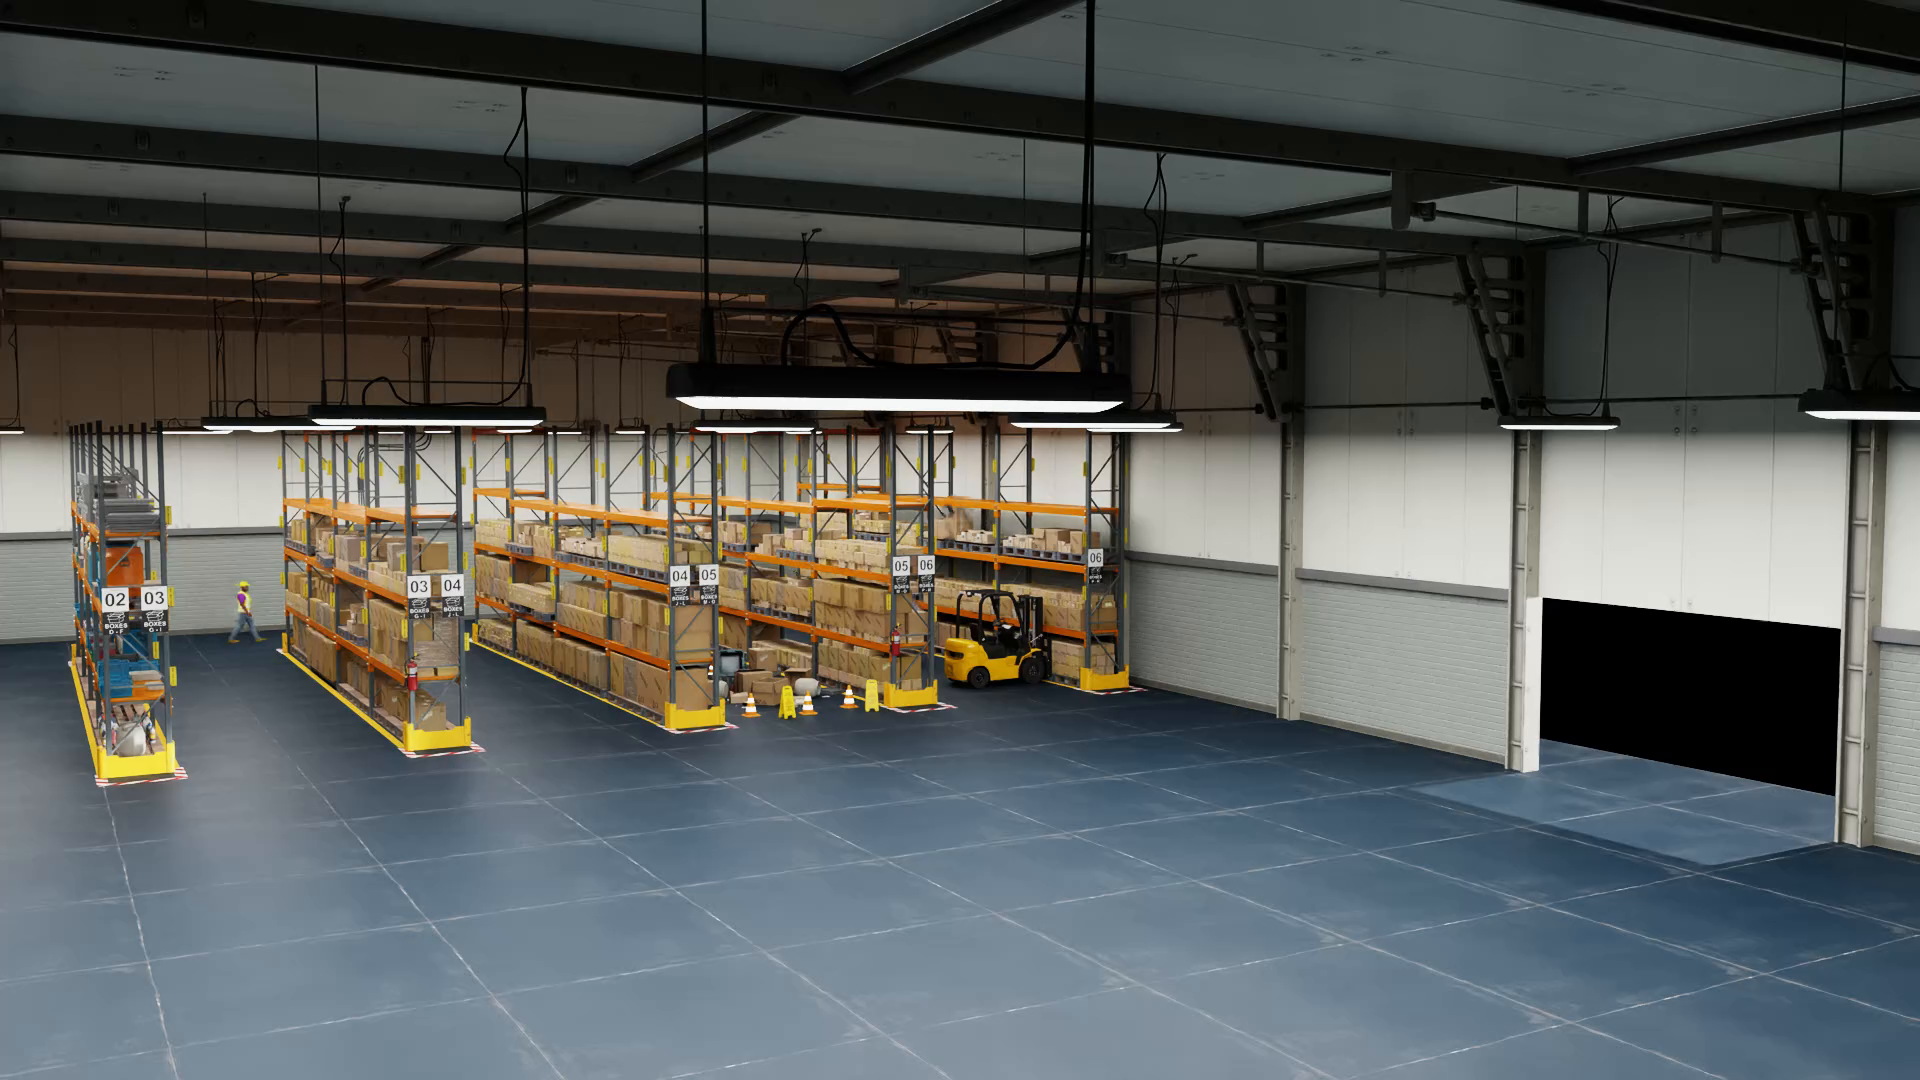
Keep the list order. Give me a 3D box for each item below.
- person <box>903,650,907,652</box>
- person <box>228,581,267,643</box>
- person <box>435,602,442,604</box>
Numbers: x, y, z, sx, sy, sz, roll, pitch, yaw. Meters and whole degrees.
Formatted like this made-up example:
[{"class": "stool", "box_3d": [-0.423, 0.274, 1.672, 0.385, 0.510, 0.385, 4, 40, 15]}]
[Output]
[{"class": "person", "box_3d": [-1.540, 2.166, 42.259, 0.656, 1.646, 0.524, -2, 4, -26]}, {"class": "person", "box_3d": [-19.784, 1.996, 46.144, 1.002, 1.720, 0.674, -1, 4, -21]}, {"class": "person", "box_3d": [-15.027, 1.940, 47.465, 0.666, 1.671, 1.057, -1, 4, -20]}]
